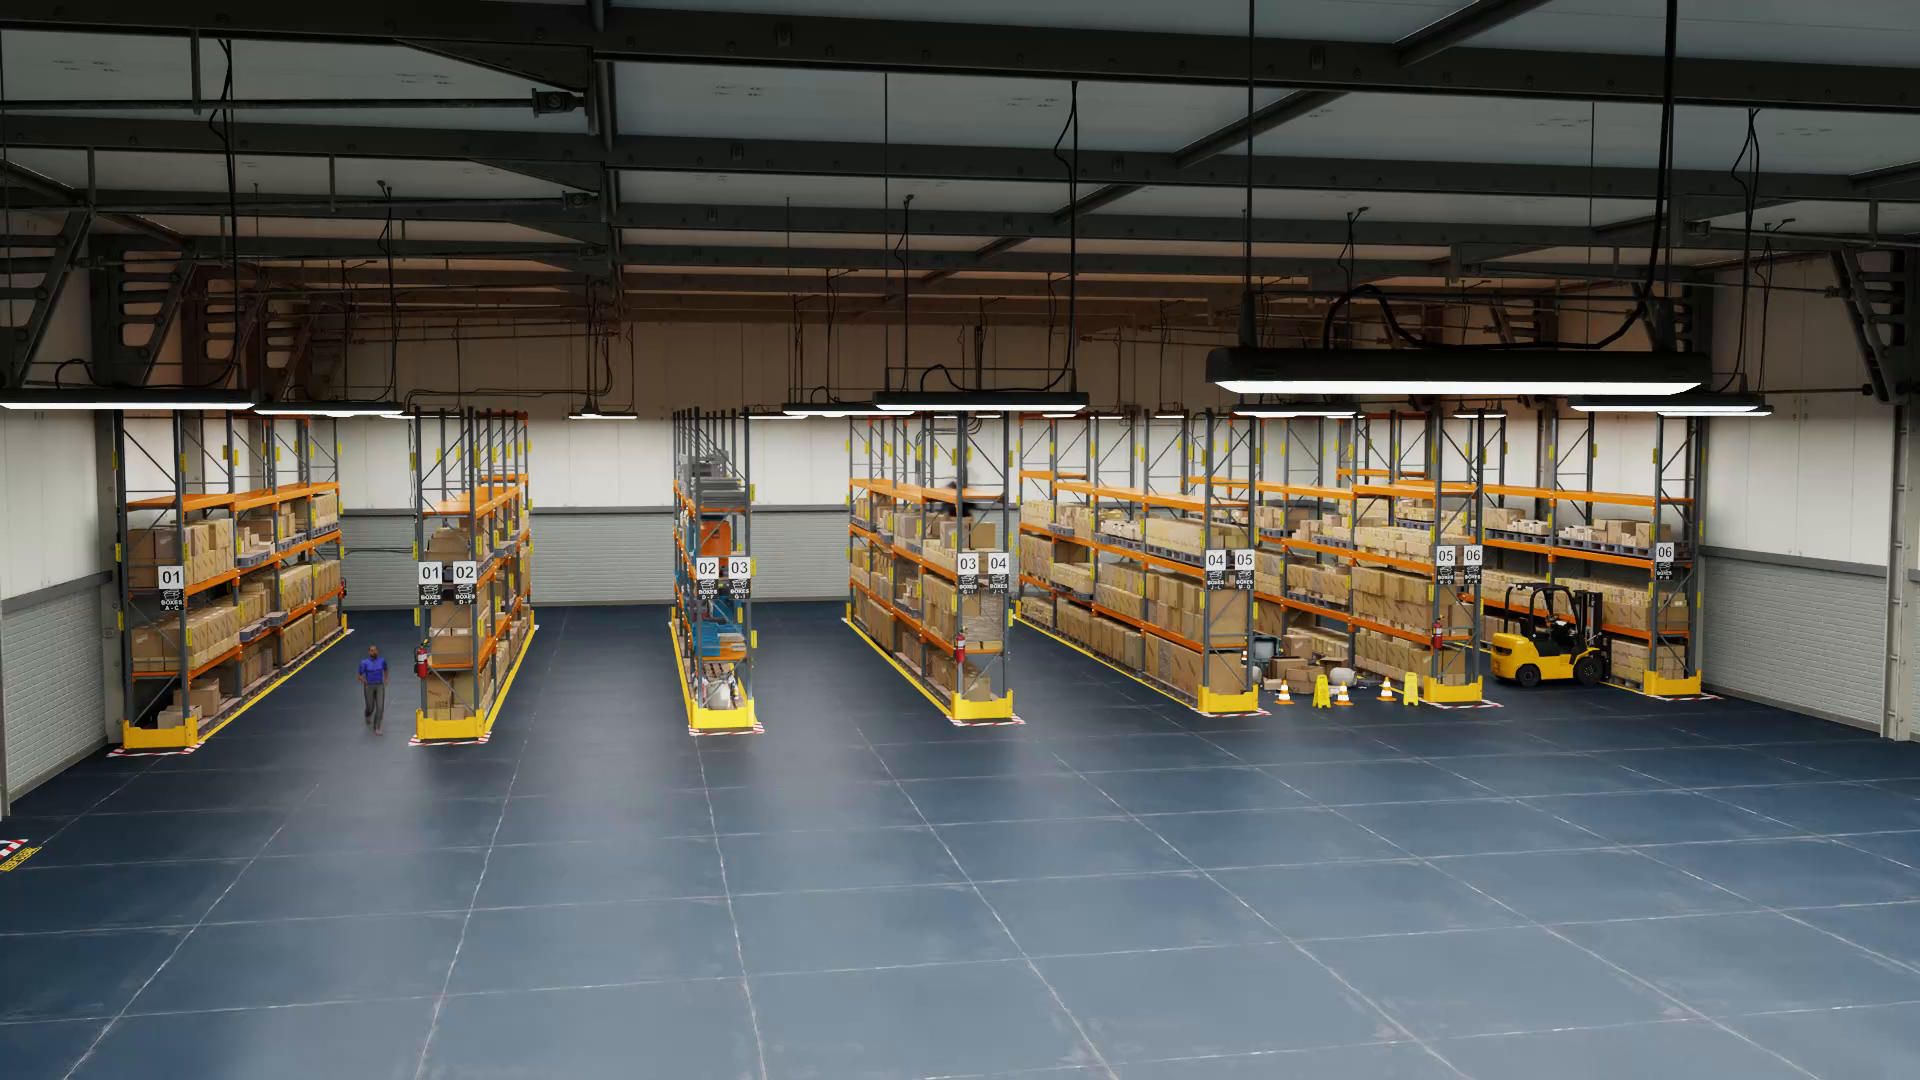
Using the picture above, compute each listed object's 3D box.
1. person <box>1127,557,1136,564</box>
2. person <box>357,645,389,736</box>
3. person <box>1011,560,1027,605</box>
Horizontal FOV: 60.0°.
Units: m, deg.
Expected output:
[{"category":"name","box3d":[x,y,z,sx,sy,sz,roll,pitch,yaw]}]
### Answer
[{"category":"person","box3d":[5.293,1.318,50.665,0.745,1.604,0.600,0,4,-5]},{"category":"person","box3d":[-10.775,2.746,30.592,0.578,1.631,0.782,-2,5,-30]},{"category":"person","box3d":[1.803,1.391,49.955,0.551,1.596,0.708,0,4,-2]}]
